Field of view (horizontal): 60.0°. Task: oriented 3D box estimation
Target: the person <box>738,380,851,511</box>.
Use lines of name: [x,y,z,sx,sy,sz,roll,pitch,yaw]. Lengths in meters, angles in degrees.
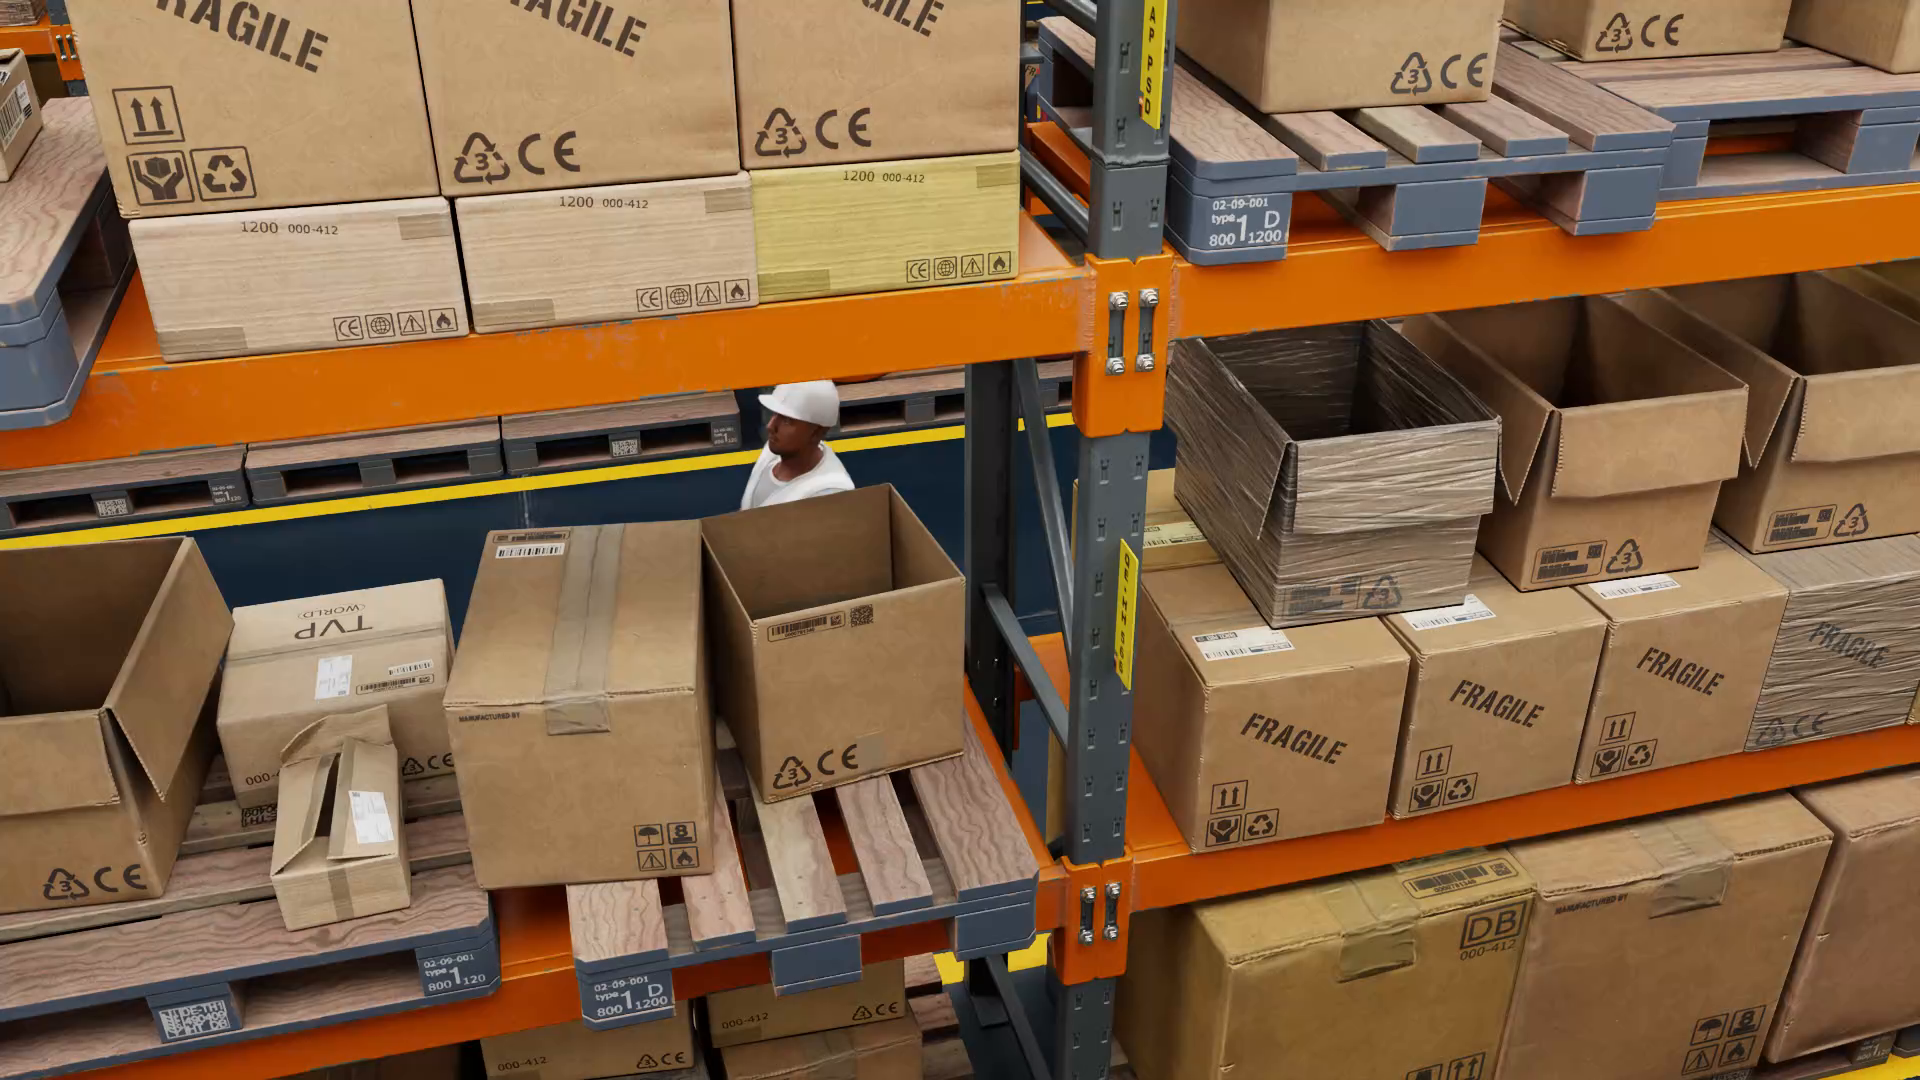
person: [-0.635,0.268,5.637,0.531,1.787,0.546,-14,33,-23]
